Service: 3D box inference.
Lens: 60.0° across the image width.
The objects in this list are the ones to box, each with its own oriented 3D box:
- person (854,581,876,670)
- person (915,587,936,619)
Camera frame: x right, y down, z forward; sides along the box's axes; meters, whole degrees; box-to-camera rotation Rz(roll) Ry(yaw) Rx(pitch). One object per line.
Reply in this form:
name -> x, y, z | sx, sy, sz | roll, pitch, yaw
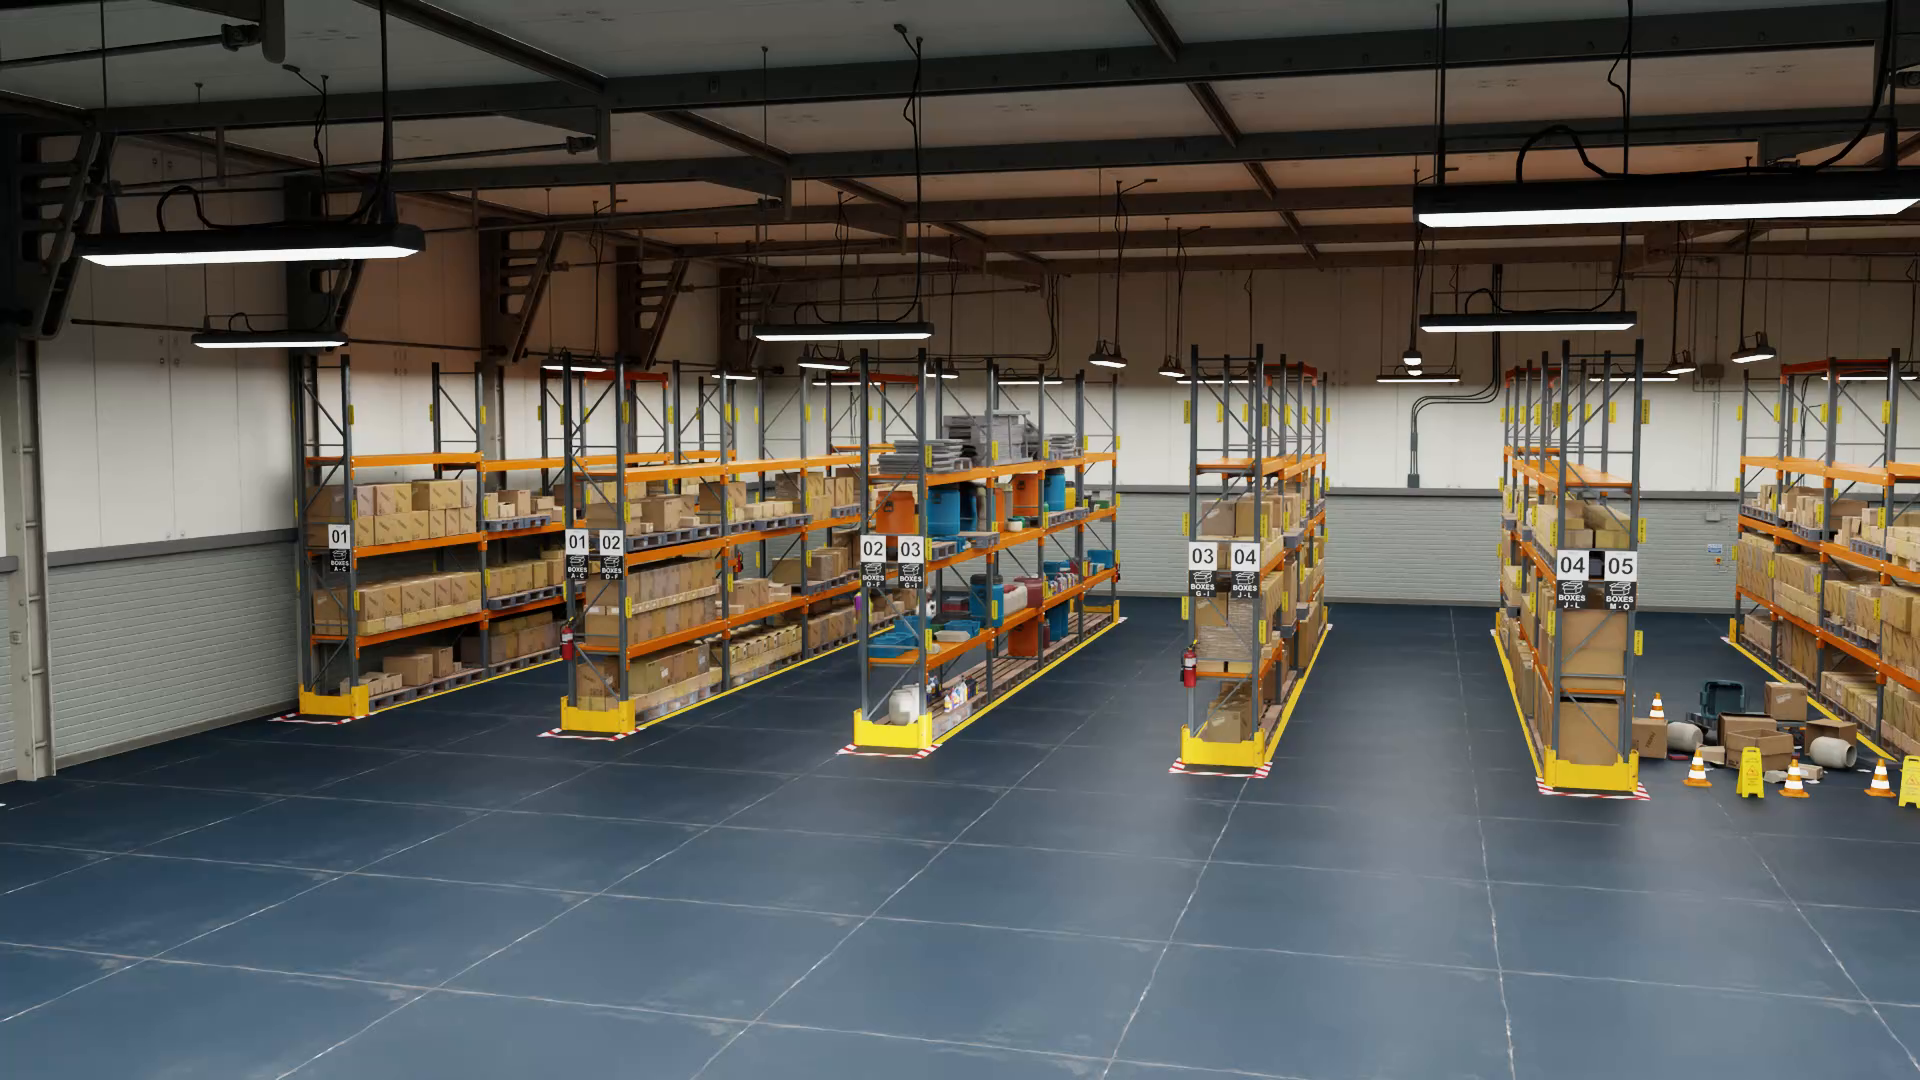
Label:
person -> -1.865, 1.650, 32.612 | 0.414, 1.769, 0.635 | 1, 4, 10
person -> -0.640, 1.740, 32.325 | 0.456, 1.654, 0.928 | 2, 5, 21
